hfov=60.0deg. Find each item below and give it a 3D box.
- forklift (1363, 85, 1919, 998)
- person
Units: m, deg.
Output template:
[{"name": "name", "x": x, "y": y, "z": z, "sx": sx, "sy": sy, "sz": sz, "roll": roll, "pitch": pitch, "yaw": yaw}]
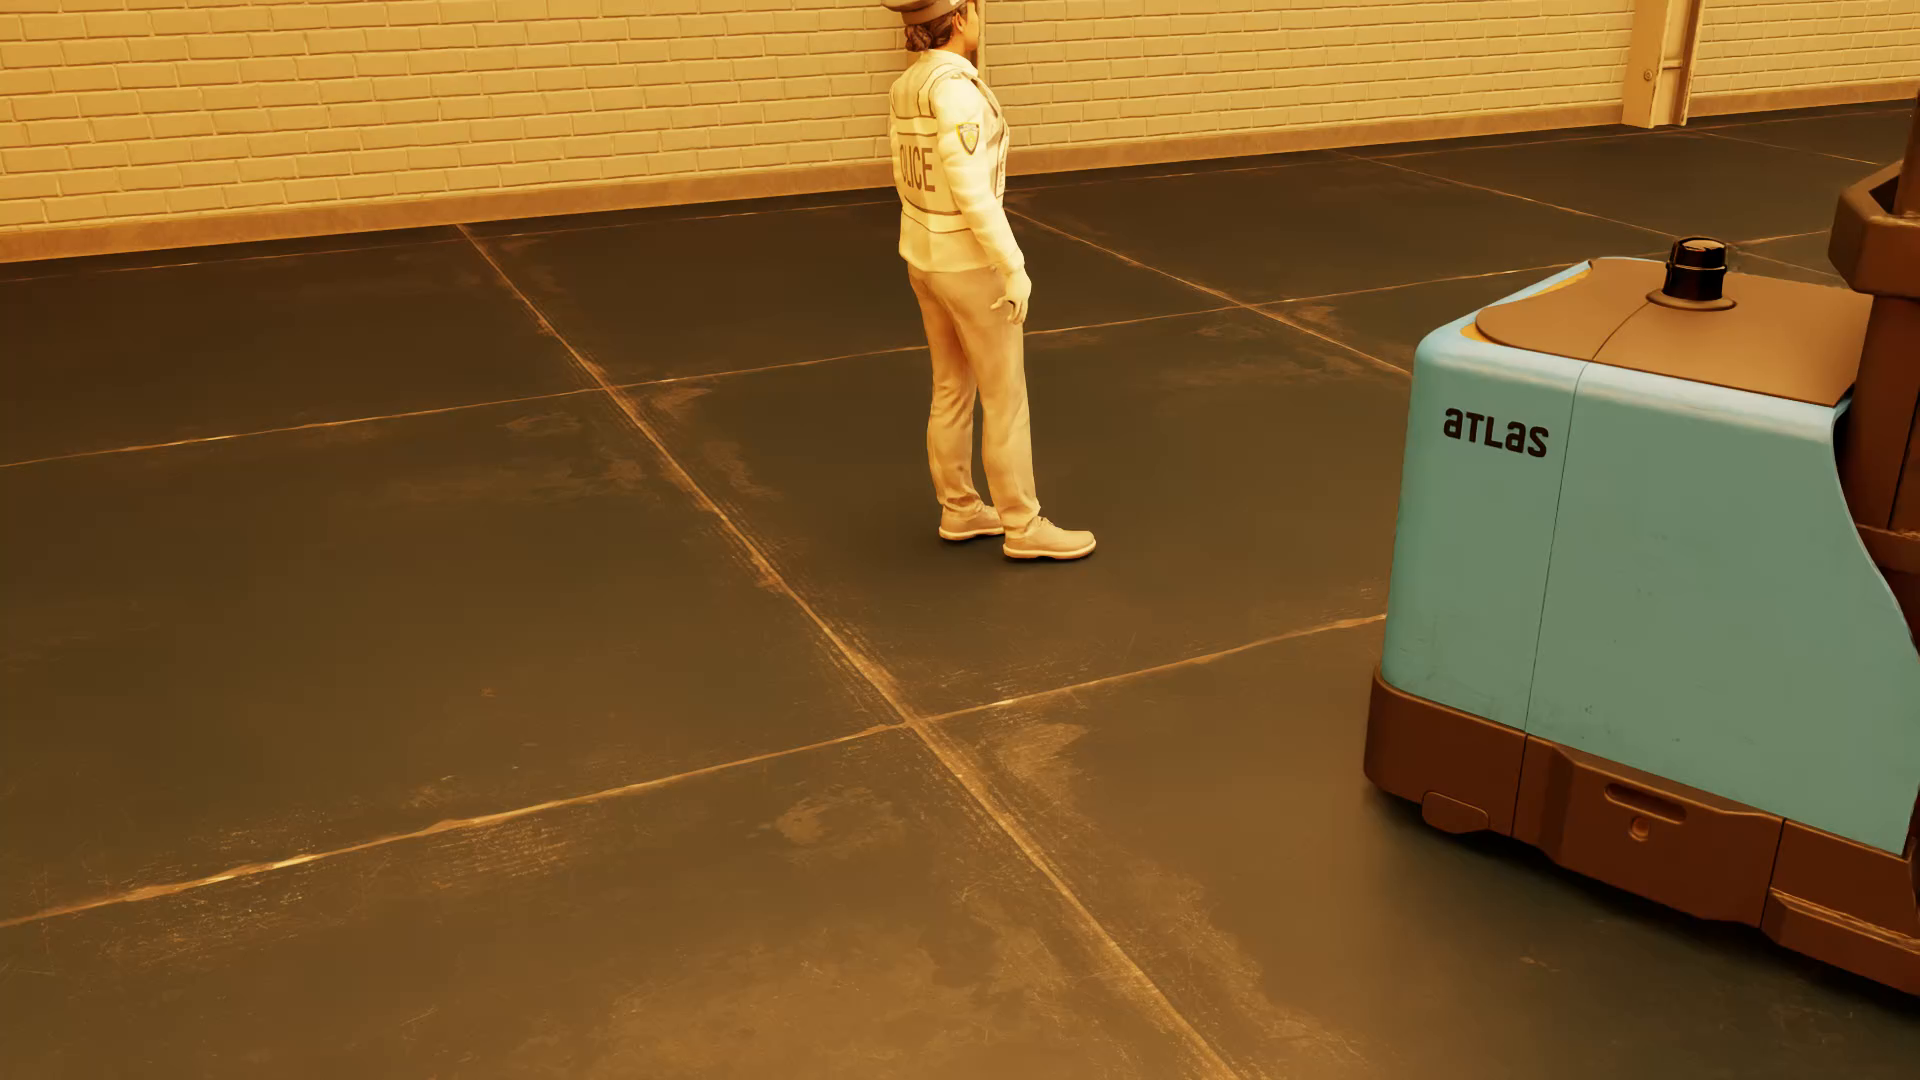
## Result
[{"name": "forklift", "x": 2.344, "y": -0.543, "z": 2.593, "sx": 3.031, "sy": 2.935, "sz": 1.130, "roll": 18, "pitch": 29, "yaw": 37}, {"name": "person", "x": 0.065, "y": -0.798, "z": 4.800, "sx": 0.530, "sy": 1.694, "sz": 0.587, "roll": -10, "pitch": 25, "yaw": -23}]
